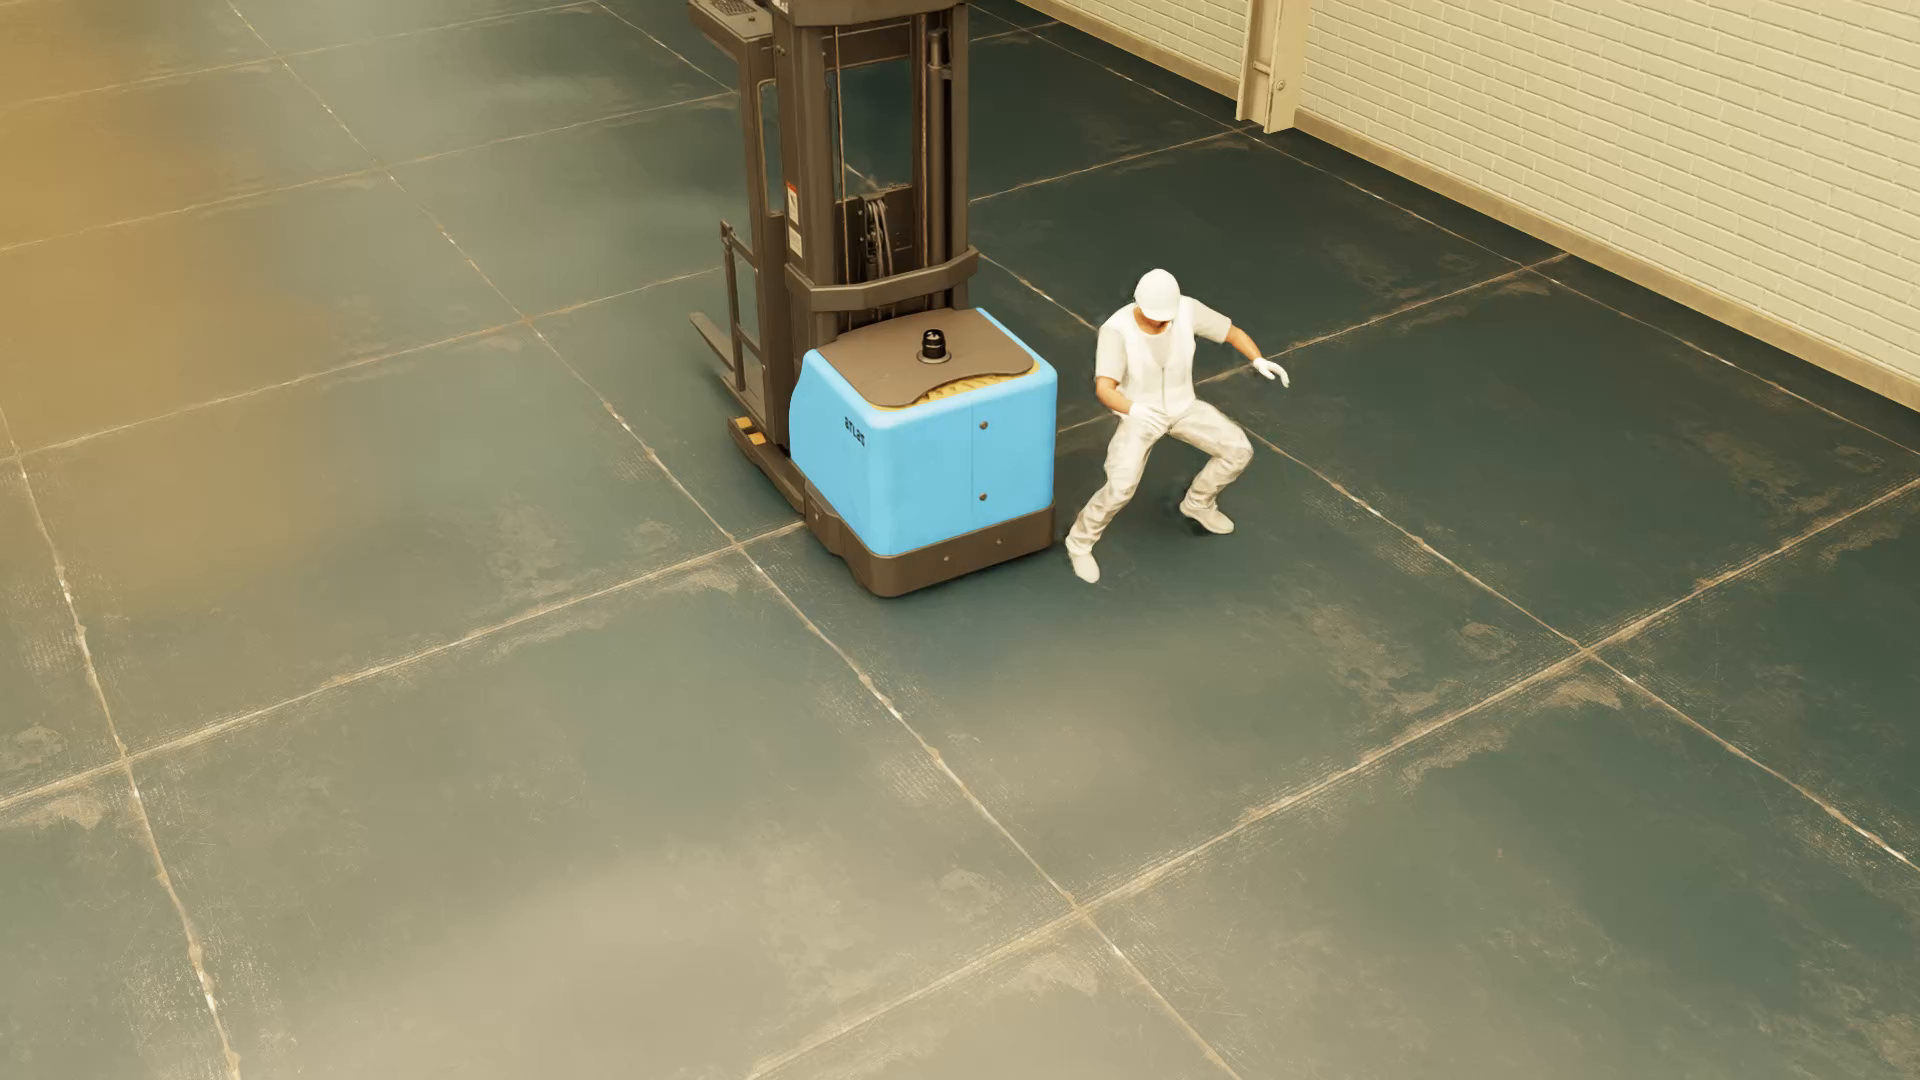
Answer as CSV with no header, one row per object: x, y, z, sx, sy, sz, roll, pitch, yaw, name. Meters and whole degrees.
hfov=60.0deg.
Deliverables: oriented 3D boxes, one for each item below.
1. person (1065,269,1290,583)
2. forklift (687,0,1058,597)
1.040,-0.584,8.204,1.018,1.565,0.790,-9,36,-13,person
-0.660,-1.747,8.633,1.130,2.935,3.031,-17,39,-23,forklift
